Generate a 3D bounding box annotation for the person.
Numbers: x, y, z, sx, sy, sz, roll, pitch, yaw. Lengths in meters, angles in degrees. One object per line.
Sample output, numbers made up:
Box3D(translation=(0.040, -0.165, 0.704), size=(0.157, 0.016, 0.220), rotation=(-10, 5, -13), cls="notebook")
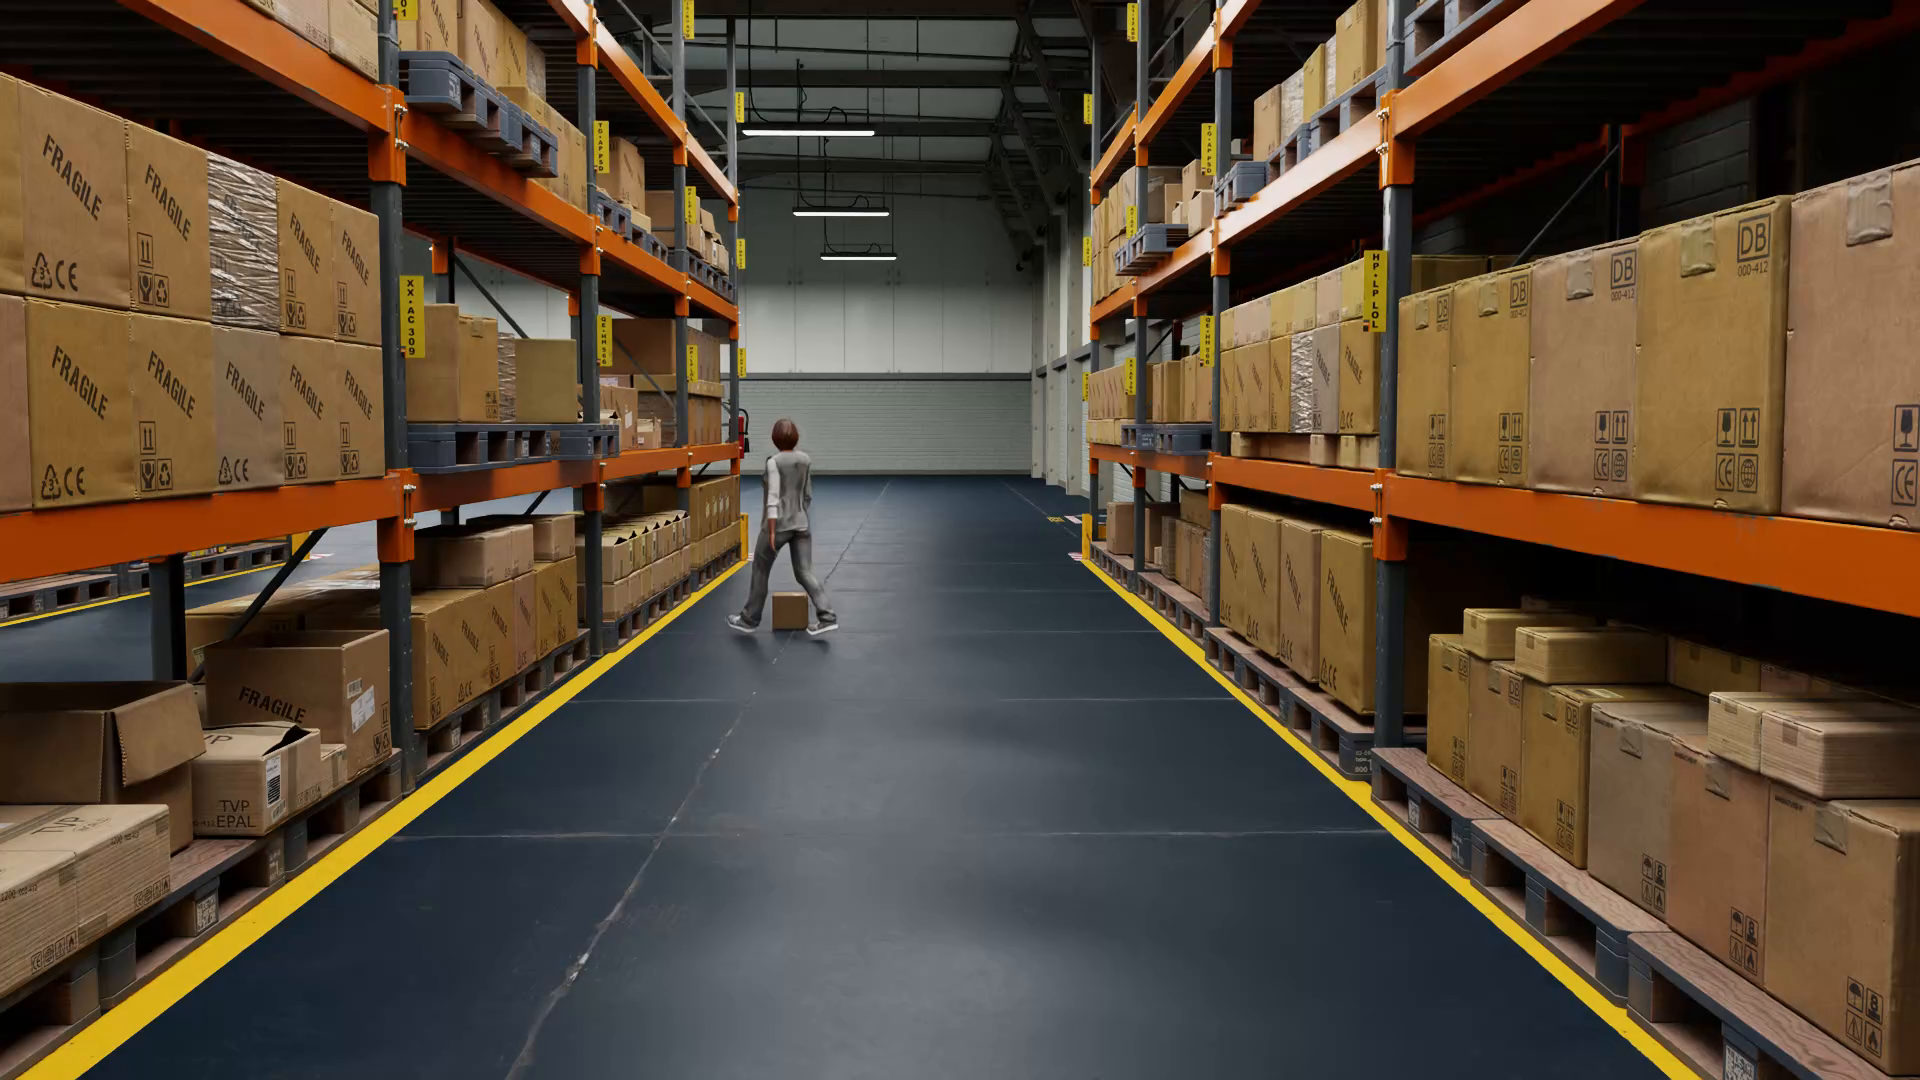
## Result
Box3D(translation=(-1.264, -0.087, 11.789), size=(0.435, 1.521, 0.958), rotation=(-3, 5, -41), cls="person")
